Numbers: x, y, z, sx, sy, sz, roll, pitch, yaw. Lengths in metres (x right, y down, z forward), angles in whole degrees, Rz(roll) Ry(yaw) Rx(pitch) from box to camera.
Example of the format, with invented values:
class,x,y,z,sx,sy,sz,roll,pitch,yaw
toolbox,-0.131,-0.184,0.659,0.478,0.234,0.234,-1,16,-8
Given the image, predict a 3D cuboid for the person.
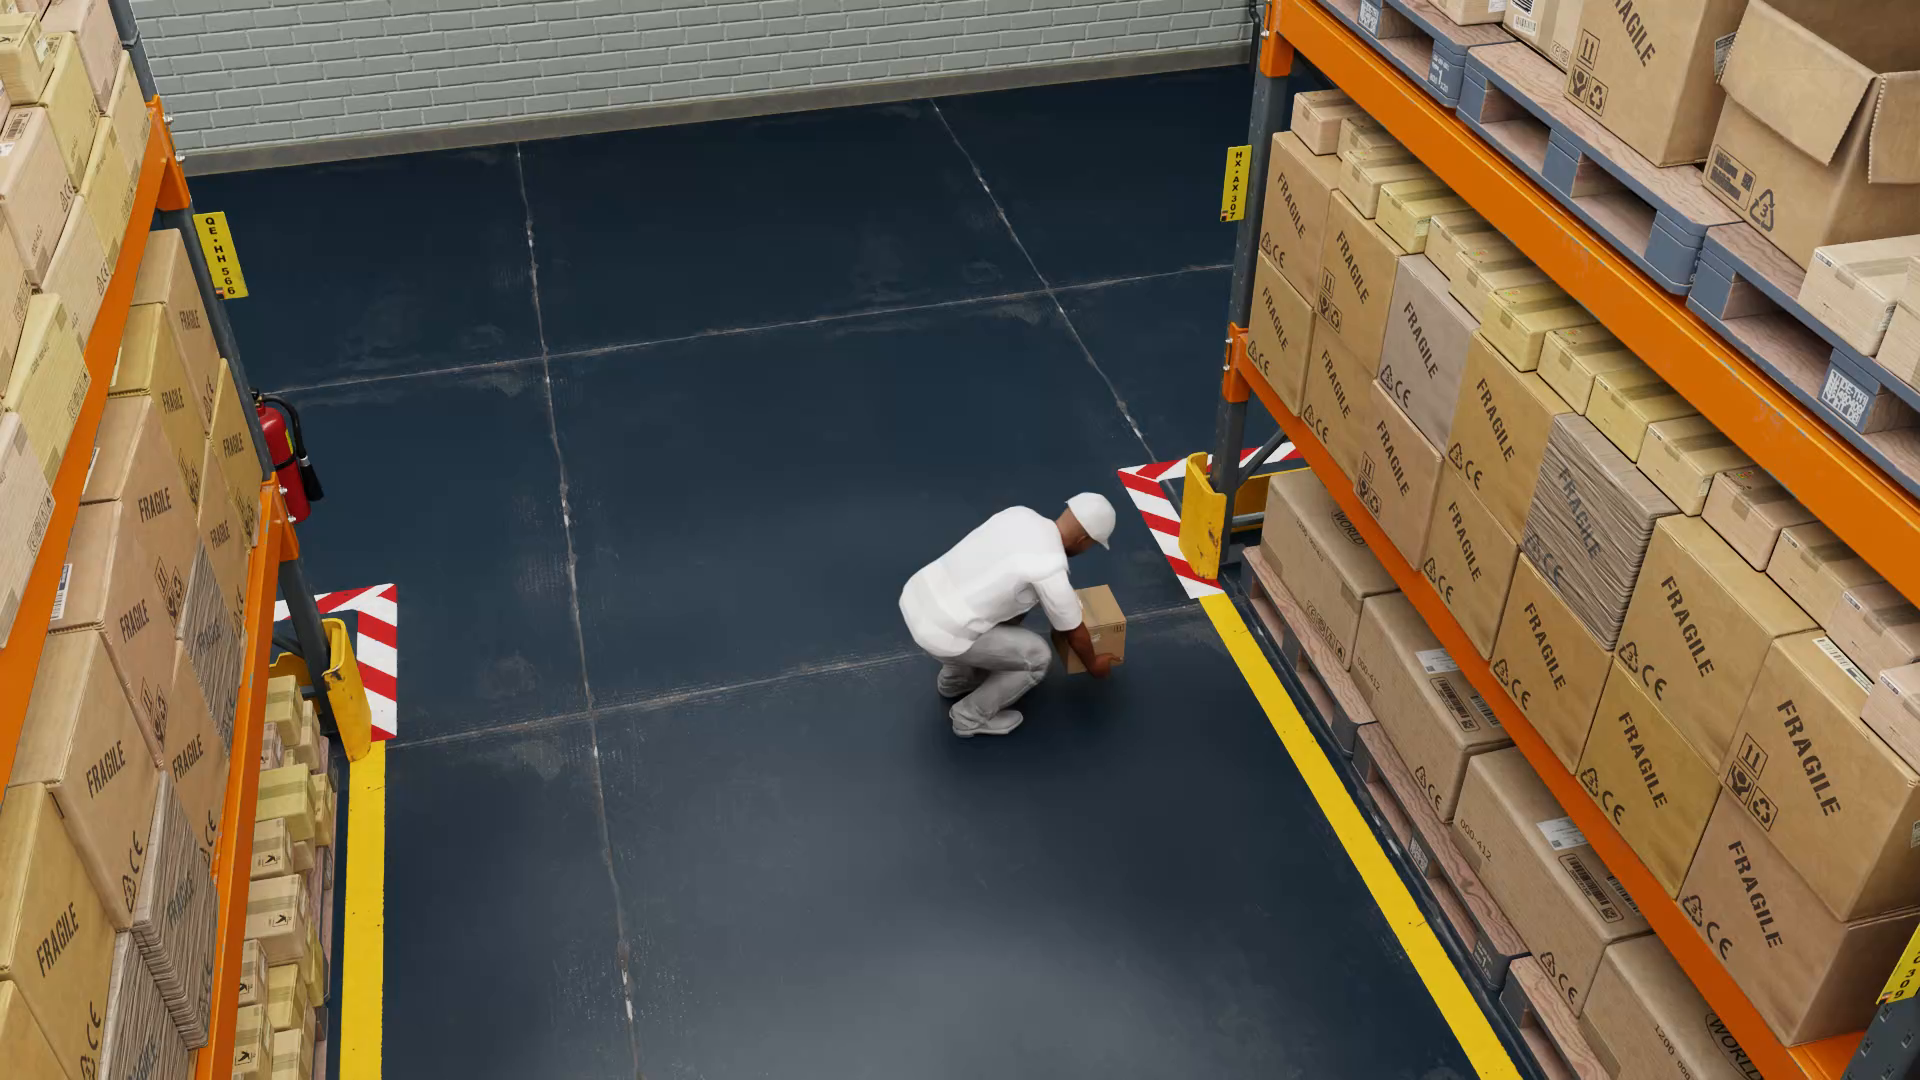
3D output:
class,x,y,z,sx,sy,sz,roll,pitch,yaw
person,0.209,0.287,6.951,0.922,1.006,0.534,-10,39,-13
